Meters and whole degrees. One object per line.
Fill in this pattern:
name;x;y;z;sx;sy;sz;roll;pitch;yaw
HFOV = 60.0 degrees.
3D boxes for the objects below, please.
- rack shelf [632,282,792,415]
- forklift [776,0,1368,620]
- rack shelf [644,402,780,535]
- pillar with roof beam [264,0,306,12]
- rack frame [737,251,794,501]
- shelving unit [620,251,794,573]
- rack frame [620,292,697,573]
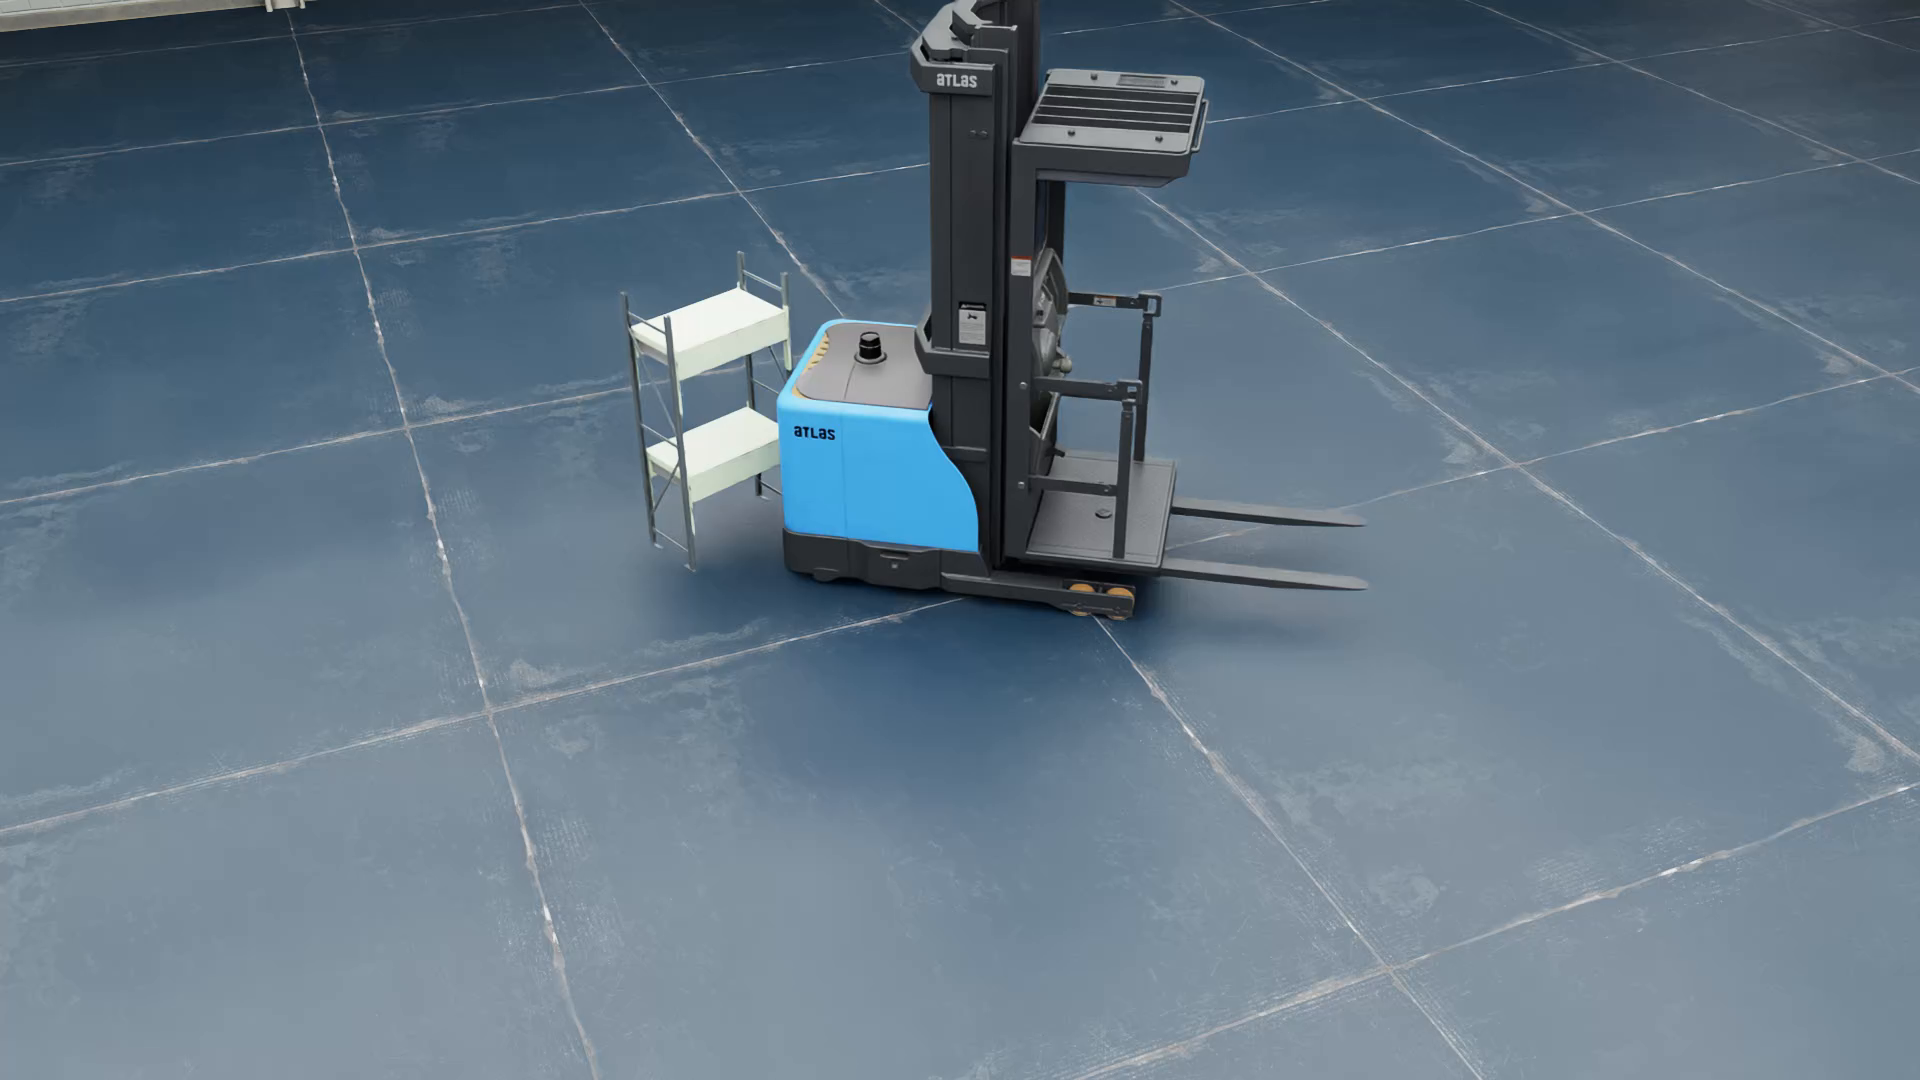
rack shelf;-1.291;-0.999;8.613;0.720;0.370;0.431;-28;42;-36
forklift;0.633;-1.133;8.222;3.031;2.935;1.130;6;34;9
rack shelf;-1.291;-0.399;9.003;0.720;0.370;0.431;-28;42;-36
pillar with roof beam;-5.674;-7.416;12.314;0.400;9.000;9.100;-13;35;-19
rack frame;-1.028;-0.811;9.039;0.023;1.500;0.400;-28;42;-36
shelving unit;-1.291;-0.672;8.826;0.755;1.500;0.431;-28;42;-36
rack frame;-1.554;-0.533;8.612;0.023;1.500;0.400;-28;42;-36
